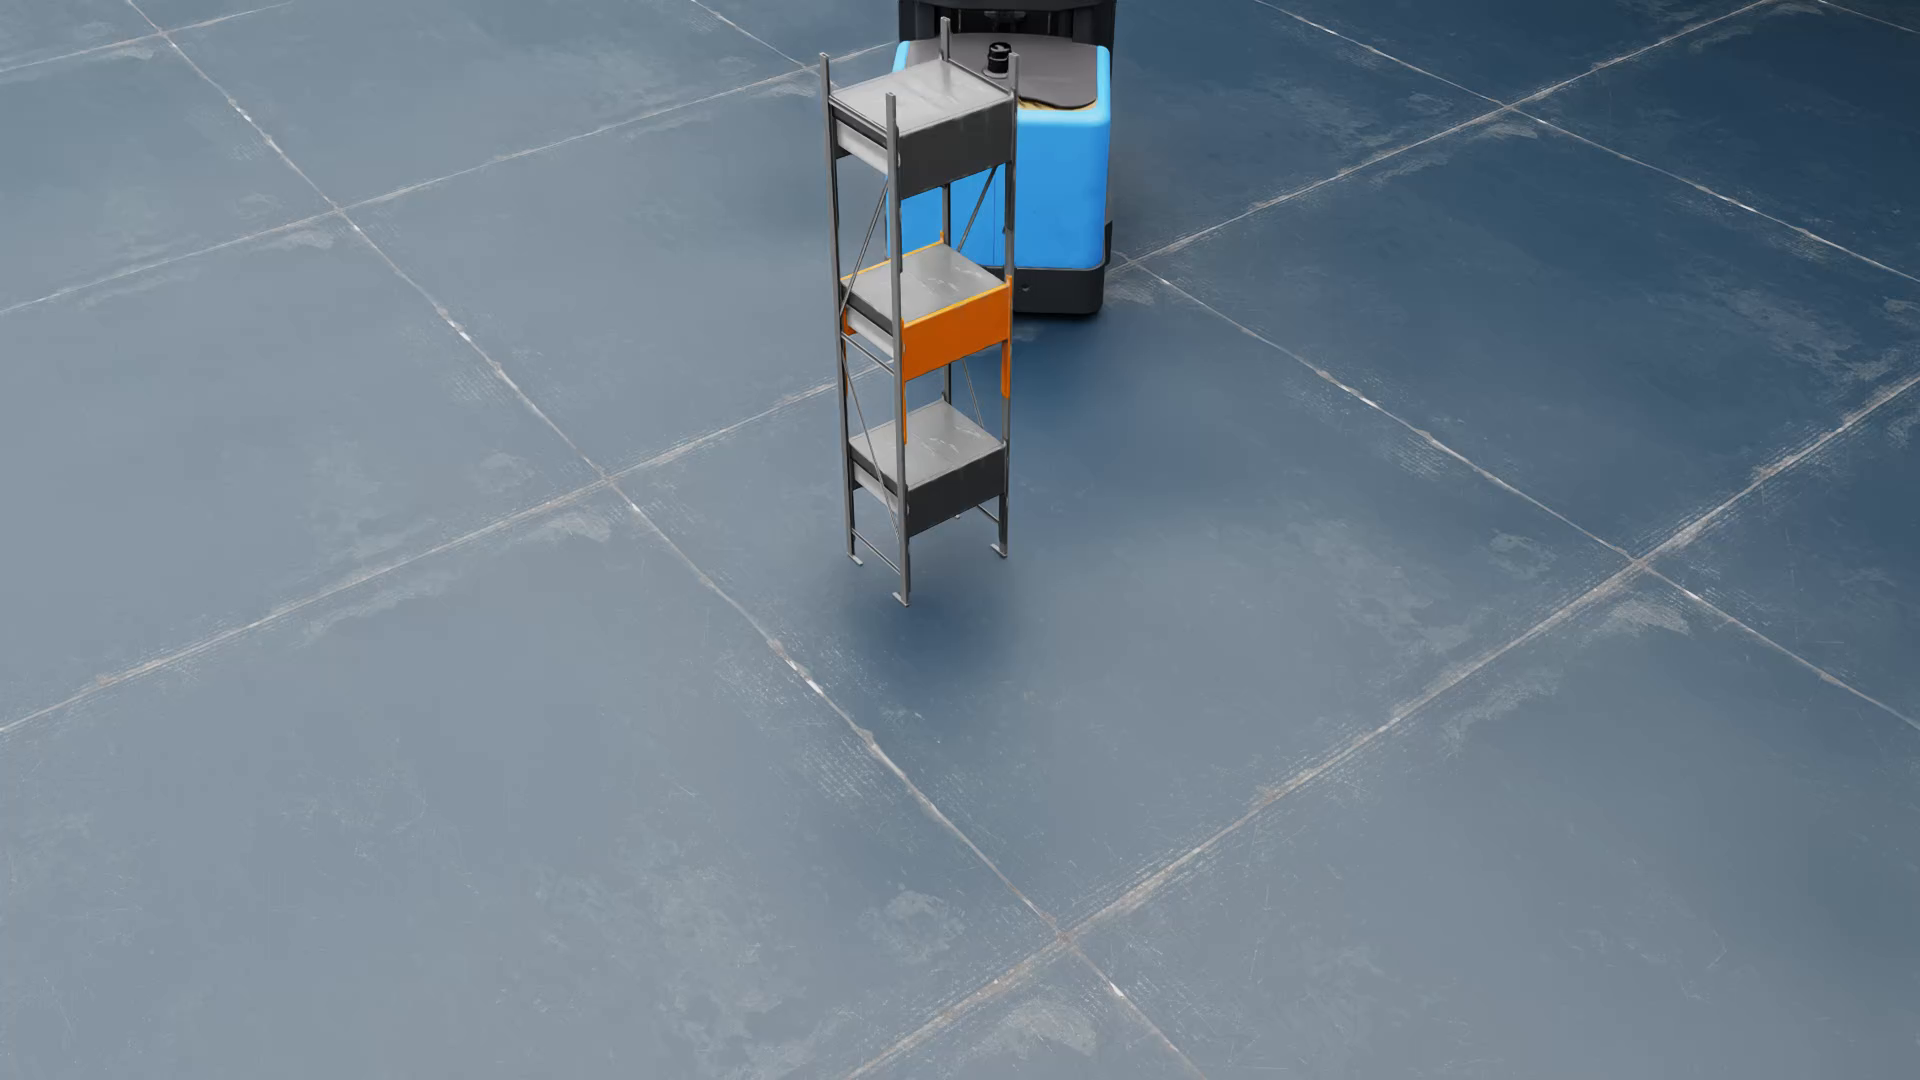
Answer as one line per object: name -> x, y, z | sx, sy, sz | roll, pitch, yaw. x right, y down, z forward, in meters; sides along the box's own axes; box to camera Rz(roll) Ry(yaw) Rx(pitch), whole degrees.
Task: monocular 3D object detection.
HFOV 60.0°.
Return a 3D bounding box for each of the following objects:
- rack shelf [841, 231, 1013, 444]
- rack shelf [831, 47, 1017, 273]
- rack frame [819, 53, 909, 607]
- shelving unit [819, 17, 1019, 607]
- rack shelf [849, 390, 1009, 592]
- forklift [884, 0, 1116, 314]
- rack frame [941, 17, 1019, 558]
rack shelf -> -0.131, -0.737, 6.015 | 0.480, 0.518, 0.431 | -26, 46, -28
rack shelf -> -0.131, -1.278, 5.571 | 0.480, 0.518, 0.431 | -26, 46, -28
rack frame -> -0.325, -0.654, 5.891 | 0.015, 2.100, 0.400 | -26, 46, -28
shelving unit -> -0.131, -0.748, 6.006 | 0.503, 2.100, 0.431 | -26, 46, -28
rack shelf -> -0.131, -0.196, 6.459 | 0.480, 0.518, 0.431 | -26, 46, -28
forklift -> 0.250, -3.134, 8.259 | 1.130, 2.935, 3.031 | 2, 39, 3
rack frame -> 0.062, -0.842, 6.121 | 0.015, 2.100, 0.400 | -26, 46, -28
